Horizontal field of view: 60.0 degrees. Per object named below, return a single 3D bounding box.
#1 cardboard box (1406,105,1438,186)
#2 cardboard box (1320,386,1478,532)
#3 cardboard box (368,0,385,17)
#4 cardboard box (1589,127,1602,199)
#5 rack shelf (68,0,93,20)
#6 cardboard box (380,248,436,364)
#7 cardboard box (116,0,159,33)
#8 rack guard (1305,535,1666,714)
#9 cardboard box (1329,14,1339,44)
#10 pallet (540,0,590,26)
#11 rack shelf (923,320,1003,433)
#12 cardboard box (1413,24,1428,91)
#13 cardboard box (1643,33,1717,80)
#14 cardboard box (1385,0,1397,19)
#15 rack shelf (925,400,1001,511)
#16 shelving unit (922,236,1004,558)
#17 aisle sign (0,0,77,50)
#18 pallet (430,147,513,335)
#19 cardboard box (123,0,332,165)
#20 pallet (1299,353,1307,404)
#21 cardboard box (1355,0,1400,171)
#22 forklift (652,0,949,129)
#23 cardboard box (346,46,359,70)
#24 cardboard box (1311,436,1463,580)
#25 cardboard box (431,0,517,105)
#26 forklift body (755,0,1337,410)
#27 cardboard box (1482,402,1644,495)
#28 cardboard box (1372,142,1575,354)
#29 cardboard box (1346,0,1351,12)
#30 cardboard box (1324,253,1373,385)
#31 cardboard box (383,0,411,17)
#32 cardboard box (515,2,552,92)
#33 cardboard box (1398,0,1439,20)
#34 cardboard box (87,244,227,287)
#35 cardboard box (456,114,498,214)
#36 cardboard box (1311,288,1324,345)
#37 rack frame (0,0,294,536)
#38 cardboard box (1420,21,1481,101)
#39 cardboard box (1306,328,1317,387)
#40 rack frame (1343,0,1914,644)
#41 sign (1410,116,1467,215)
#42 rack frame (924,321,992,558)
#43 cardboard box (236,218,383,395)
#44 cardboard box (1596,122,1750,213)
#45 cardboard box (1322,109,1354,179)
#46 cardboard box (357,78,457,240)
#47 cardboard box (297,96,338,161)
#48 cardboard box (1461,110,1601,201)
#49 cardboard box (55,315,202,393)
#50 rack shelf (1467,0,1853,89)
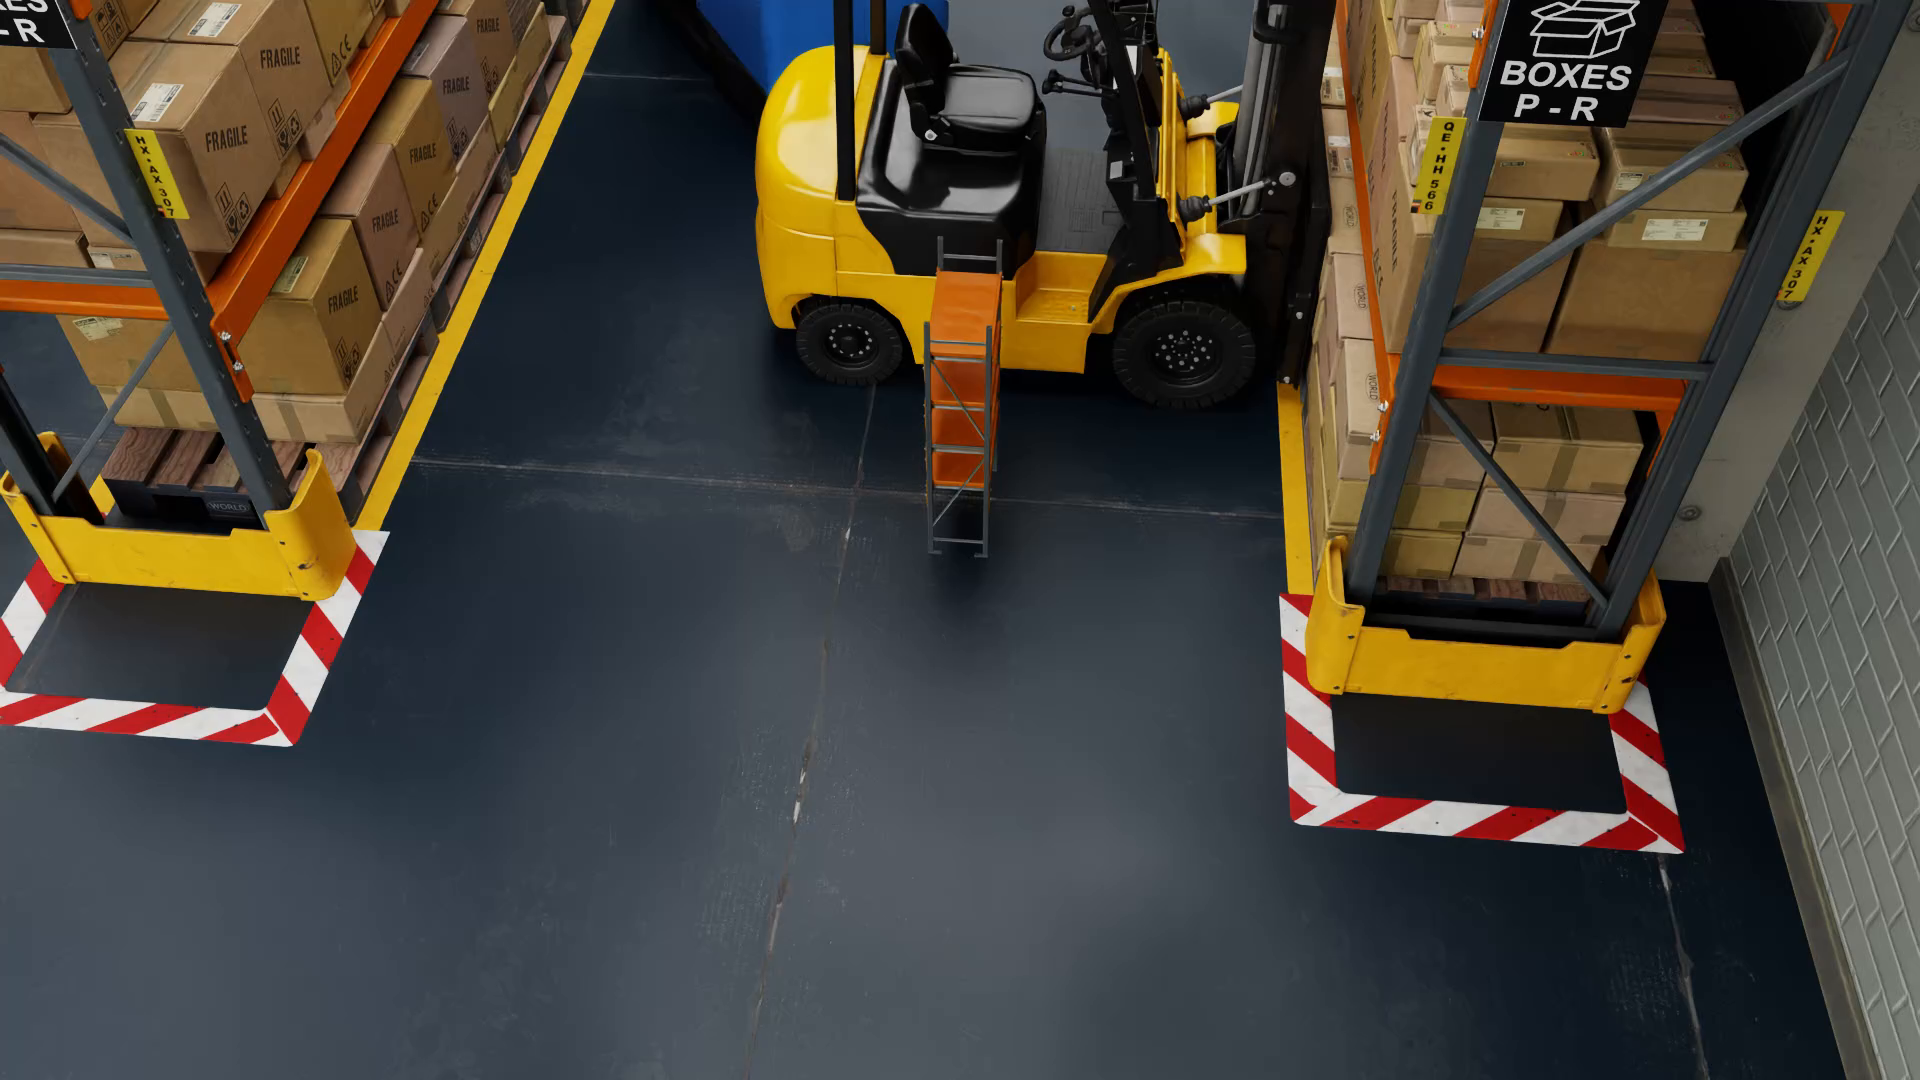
[{"bbox_3d":[1.652,-1.264,5.366,0.380,0.149,0.250,5,48,4],"label":"cardboard box"},{"bbox_3d":[1.639,-0.309,6.240,0.500,0.250,0.500,3,48,3],"label":"cardboard box"},{"bbox_3d":[-2.591,-2.472,6.709,0.500,0.500,0.500,3,48,3],"label":"cardboard box"},{"bbox_3d":[2.154,-1.218,5.324,0.380,0.149,0.250,4,48,4],"label":"cardboard box"},{"bbox_3d":[-2.855,-3.118,6.024,1.077,0.370,4.000,4,48,4],"label":"rack shelf"},{"bbox_3d":[-2.635,-1.041,7.248,0.500,0.250,0.500,5,48,5],"label":"cardboard box"},{"bbox_3d":[-3.155,-2.112,5.702,0.700,0.500,0.500,4,48,4],"label":"cardboard box"},{"bbox_3d":[1.904,0.314,6.124,1.175,0.500,0.348,4,48,4],"label":"rack guard"},{"bbox_3d":[1.857,-2.329,7.748,0.500,0.250,0.500,4,48,4],"label":"cardboard box"},{"bbox_3d":[-2.603,-3.449,9.762,1.003,0.211,1.213,4,48,4],"label":"pallet"},{"bbox_3d":[0.015,-0.632,6.303,0.258,0.148,0.480,4,48,4],"label":"rack shelf"},{"bbox_3d":[1.771,-1.632,5.702,0.380,0.149,0.250,4,48,3],"label":"cardboard box"},{"bbox_3d":[2.217,-1.518,5.397,0.380,0.149,0.250,5,48,4],"label":"cardboard box"},{"bbox_3d":[1.751,-2.018,6.056,0.380,0.149,0.250,4,48,4],"label":"cardboard box"},{"bbox_3d":[0.015,-0.347,6.615,0.258,0.148,0.480,4,48,4],"label":"rack shelf"},{"bbox_3d":[0.015,-0.527,6.419,0.258,1.200,0.503,4,48,4],"label":"shelving unit"},{"bbox_3d":[-2.734,-1.690,4.501,0.394,0.787,0.004,4,48,4],"label":"aisle sign"},{"bbox_3d":[-2.808,-1.482,7.962,1.003,0.211,1.213,4,48,4],"label":"pallet"},{"bbox_3d":[-2.674,-1.723,6.024,0.500,0.500,0.500,5,48,5],"label":"cardboard box"},{"bbox_3d":[2.048,-1.065,7.581,1.003,0.211,1.213,4,48,4],"label":"pallet"},{"bbox_3d":[1.792,-1.718,6.221,0.500,0.500,0.500,3,48,3],"label":"cardboard box"},{"bbox_3d":[-1.178,-4.116,8.529,1.130,2.935,3.031,-21,51,-18],"label":"forklift"},{"bbox_3d":[-2.663,-1.980,6.698,0.380,0.149,0.250,5,48,5],"label":"cardboard box"},{"bbox_3d":[1.634,-0.128,6.413,0.500,0.250,0.500,4,48,4],"label":"cardboard box"},{"bbox_3d":[-2.504,-2.458,8.036,0.500,0.500,0.500,5,48,4],"label":"cardboard box"},{"bbox_3d":[0.262,-1.777,6.918,2.313,2.155,1.214,4,48,4],"label":"forklift body"},{"bbox_3d":[2.138,-0.439,6.020,0.500,0.250,0.500,3,48,3],"label":"cardboard box"},{"bbox_3d":[1.689,-0.961,5.528,0.500,0.500,0.500,3,48,3],"label":"cardboard box"},{"bbox_3d":[1.894,-2.456,6.896,0.500,0.500,0.500,3,48,3],"label":"cardboard box"},{"bbox_3d":[1.678,-0.834,6.381,0.500,0.250,0.500,5,48,4],"label":"cardboard box"},{"bbox_3d":[-2.528,-2.352,7.039,0.380,0.149,0.250,4,48,4],"label":"cardboard box"},{"bbox_3d":[-2.459,-2.579,8.655,0.500,0.250,0.500,6,48,5],"label":"cardboard box"},{"bbox_3d":[1.727,-1.932,5.776,0.380,0.149,0.250,5,48,4],"label":"cardboard box"},{"bbox_3d":[-2.800,-1.030,5.829,0.380,0.149,0.250,4,48,4],"label":"cardboard box"},{"bbox_3d":[-2.549,-1.814,7.955,0.500,0.250,0.500,5,48,4],"label":"cardboard box"},{"bbox_3d":[1.722,-1.057,6.924,0.500,0.250,0.500,3,48,3],"label":"cardboard box"},{"bbox_3d":[-3.037,-0.879,5.521,1.000,3.000,0.127,4,48,4],"label":"rack frame"},{"bbox_3d":[1.717,-1.556,5.431,0.380,0.149,0.250,5,48,4],"label":"cardboard box"},{"bbox_3d":[1.743,-0.860,7.082,0.500,0.250,0.500,4,48,4],"label":"cardboard box"},{"bbox_3d":[1.906,-0.548,5.218,1.000,3.000,0.127,4,48,4],"label":"rack frame"},{"bbox_3d":[1.367,-1.065,4.746,0.100,0.325,0.005,4,48,4],"label":"sign"},{"bbox_3d":[-0.007,-0.347,6.255,0.240,1.200,0.015,4,48,4],"label":"rack frame"},{"bbox_3d":[-2.687,-0.937,6.645,0.500,0.500,0.500,2,48,2],"label":"cardboard box"},{"bbox_3d":[2.149,-1.133,5.045,0.380,0.149,0.250,3,48,3],"label":"cardboard box"},{"bbox_3d":[1.768,-1.577,7.061,0.500,0.250,0.500,3,48,3],"label":"cardboard box"},{"bbox_3d":[-2.590,-1.690,7.333,0.500,0.500,0.500,5,48,4],"label":"cardboard box"},{"bbox_3d":[-2.618,-1.589,6.341,0.380,0.149,0.250,5,48,4],"label":"cardboard box"},{"bbox_3d":[1.729,-1.178,5.086,0.380,0.149,0.250,4,48,4],"label":"cardboard box"},{"bbox_3d":[-3.224,-0.952,6.658,0.500,0.500,0.500,4,48,4],"label":"cardboard box"},{"bbox_3d":[2.088,-2.787,5.721,1.077,0.370,4.000,4,48,4],"label":"rack shelf"}]
